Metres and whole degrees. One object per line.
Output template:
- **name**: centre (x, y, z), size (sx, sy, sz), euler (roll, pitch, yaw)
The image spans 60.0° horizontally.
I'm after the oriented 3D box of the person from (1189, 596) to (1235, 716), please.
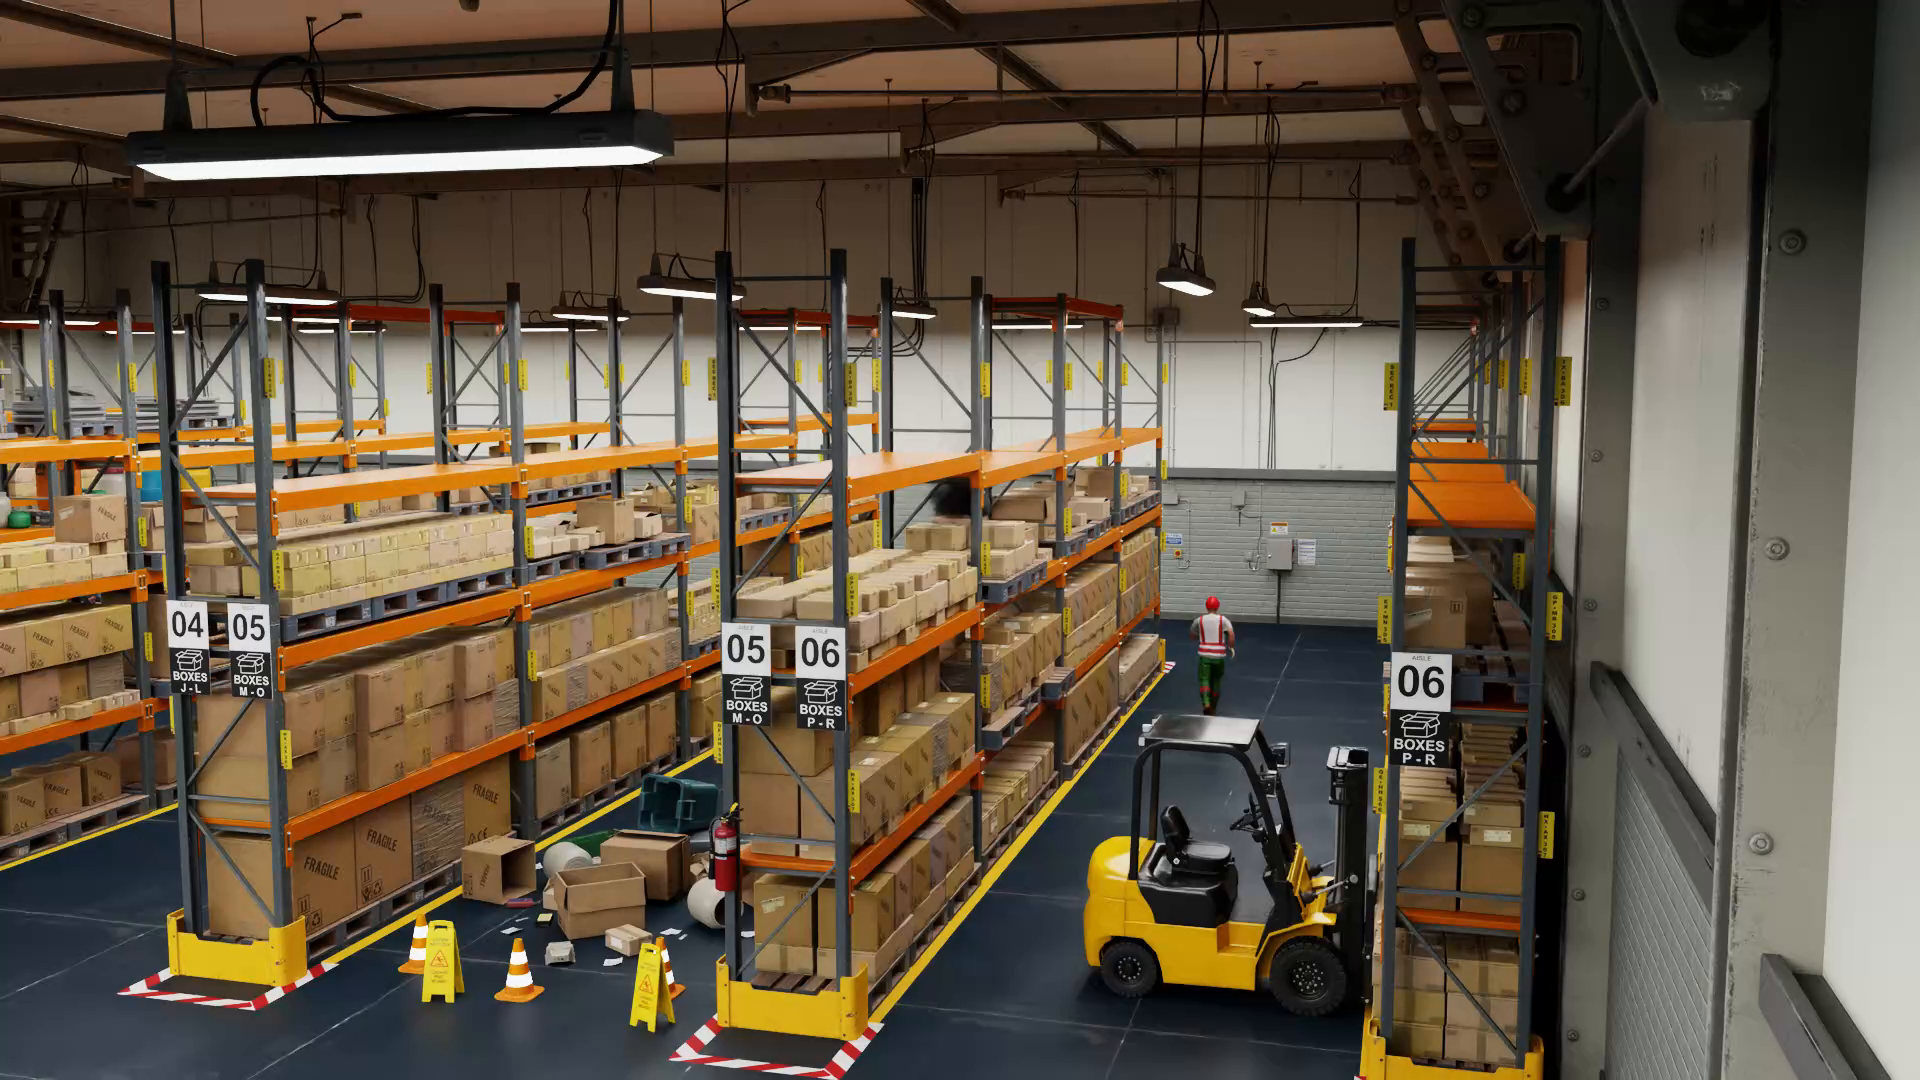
- **person**: centre (3.648, 1.696, 24.131), size (0.662, 1.770, 0.993), euler (1, 6, 8)
